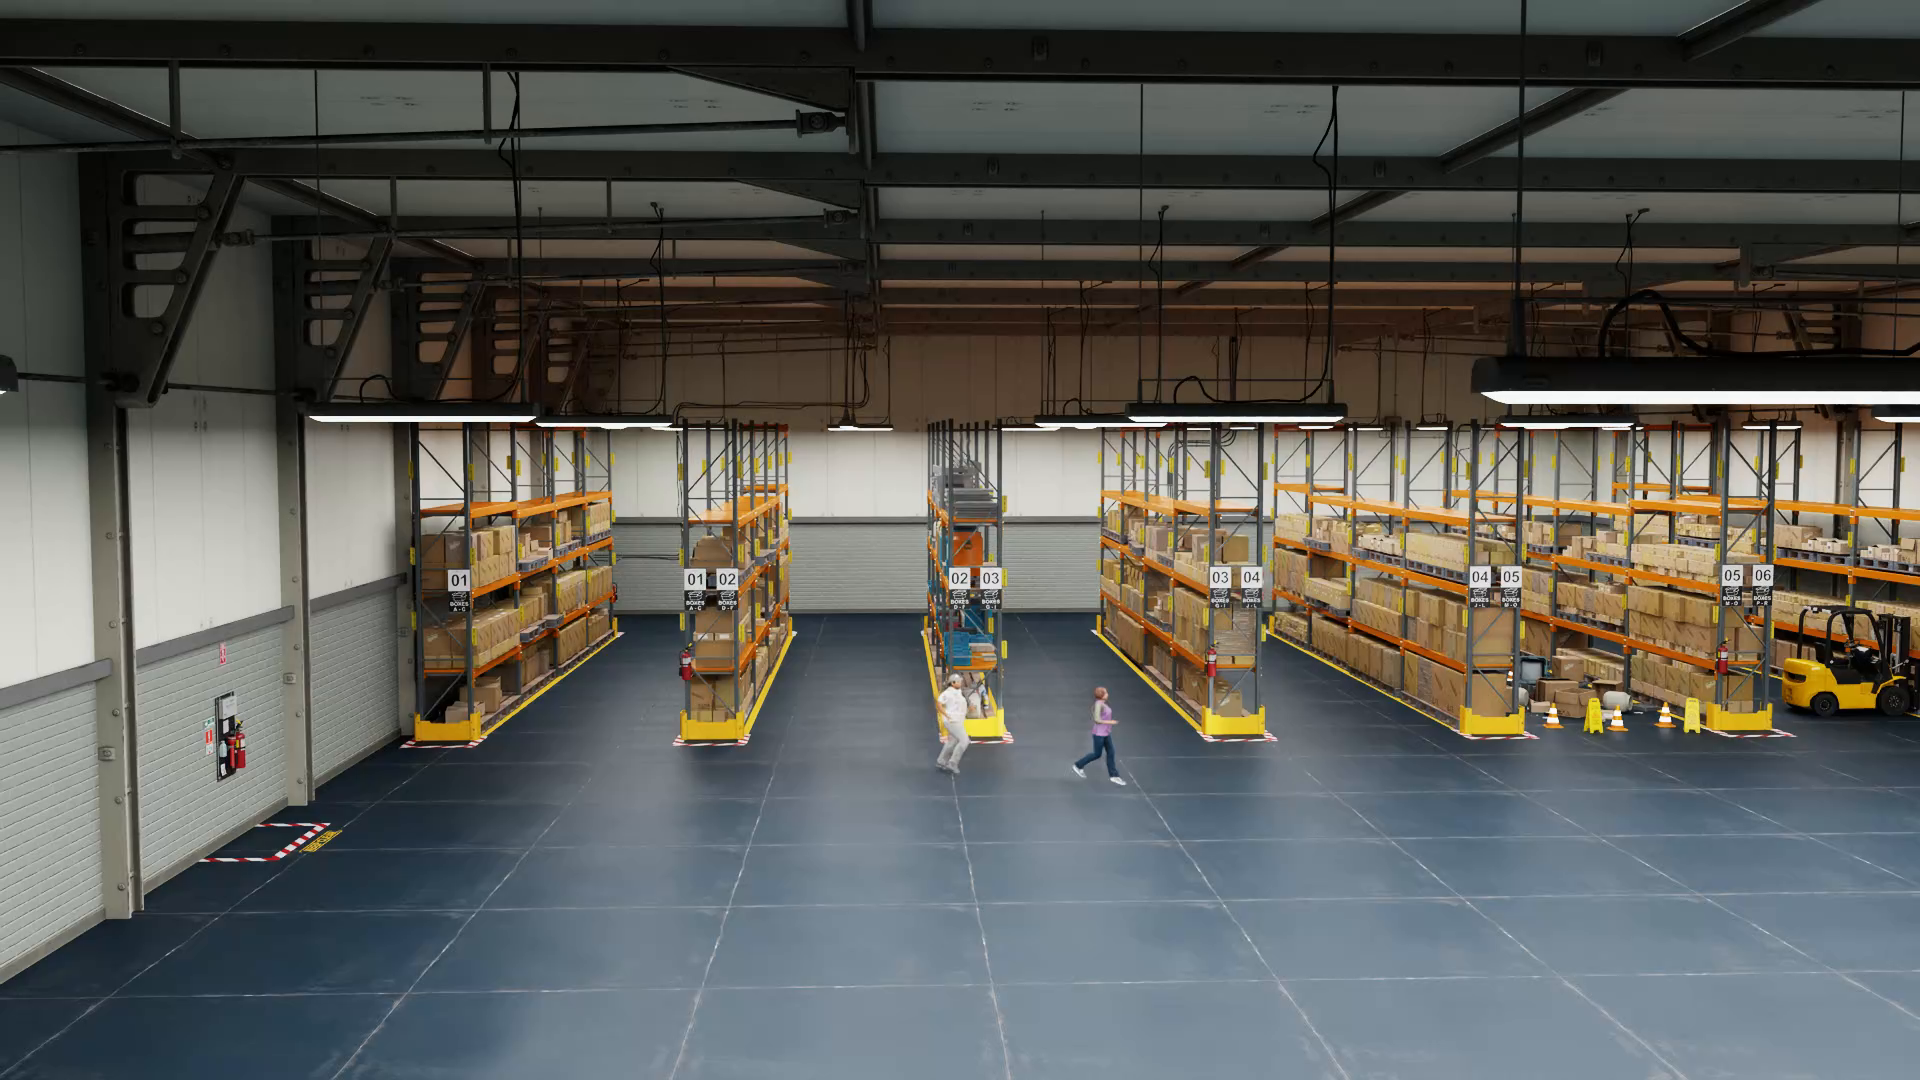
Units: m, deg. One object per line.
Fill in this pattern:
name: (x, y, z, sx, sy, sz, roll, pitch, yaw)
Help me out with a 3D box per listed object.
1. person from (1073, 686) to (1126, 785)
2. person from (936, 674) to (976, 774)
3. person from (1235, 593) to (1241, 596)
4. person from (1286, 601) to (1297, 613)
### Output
person: (2.271, 3.174, 27.066, 0.890, 1.598, 0.543, 1, 4, 22)
person: (-0.076, 3.108, 28.087, 0.680, 1.691, 0.579, 1, 4, 16)
person: (7.770, 1.965, 45.528, 0.673, 1.693, 0.591, 0, 4, 2)
person: (9.848, 1.773, 49.088, 0.537, 1.668, 0.707, 2, 4, 29)
